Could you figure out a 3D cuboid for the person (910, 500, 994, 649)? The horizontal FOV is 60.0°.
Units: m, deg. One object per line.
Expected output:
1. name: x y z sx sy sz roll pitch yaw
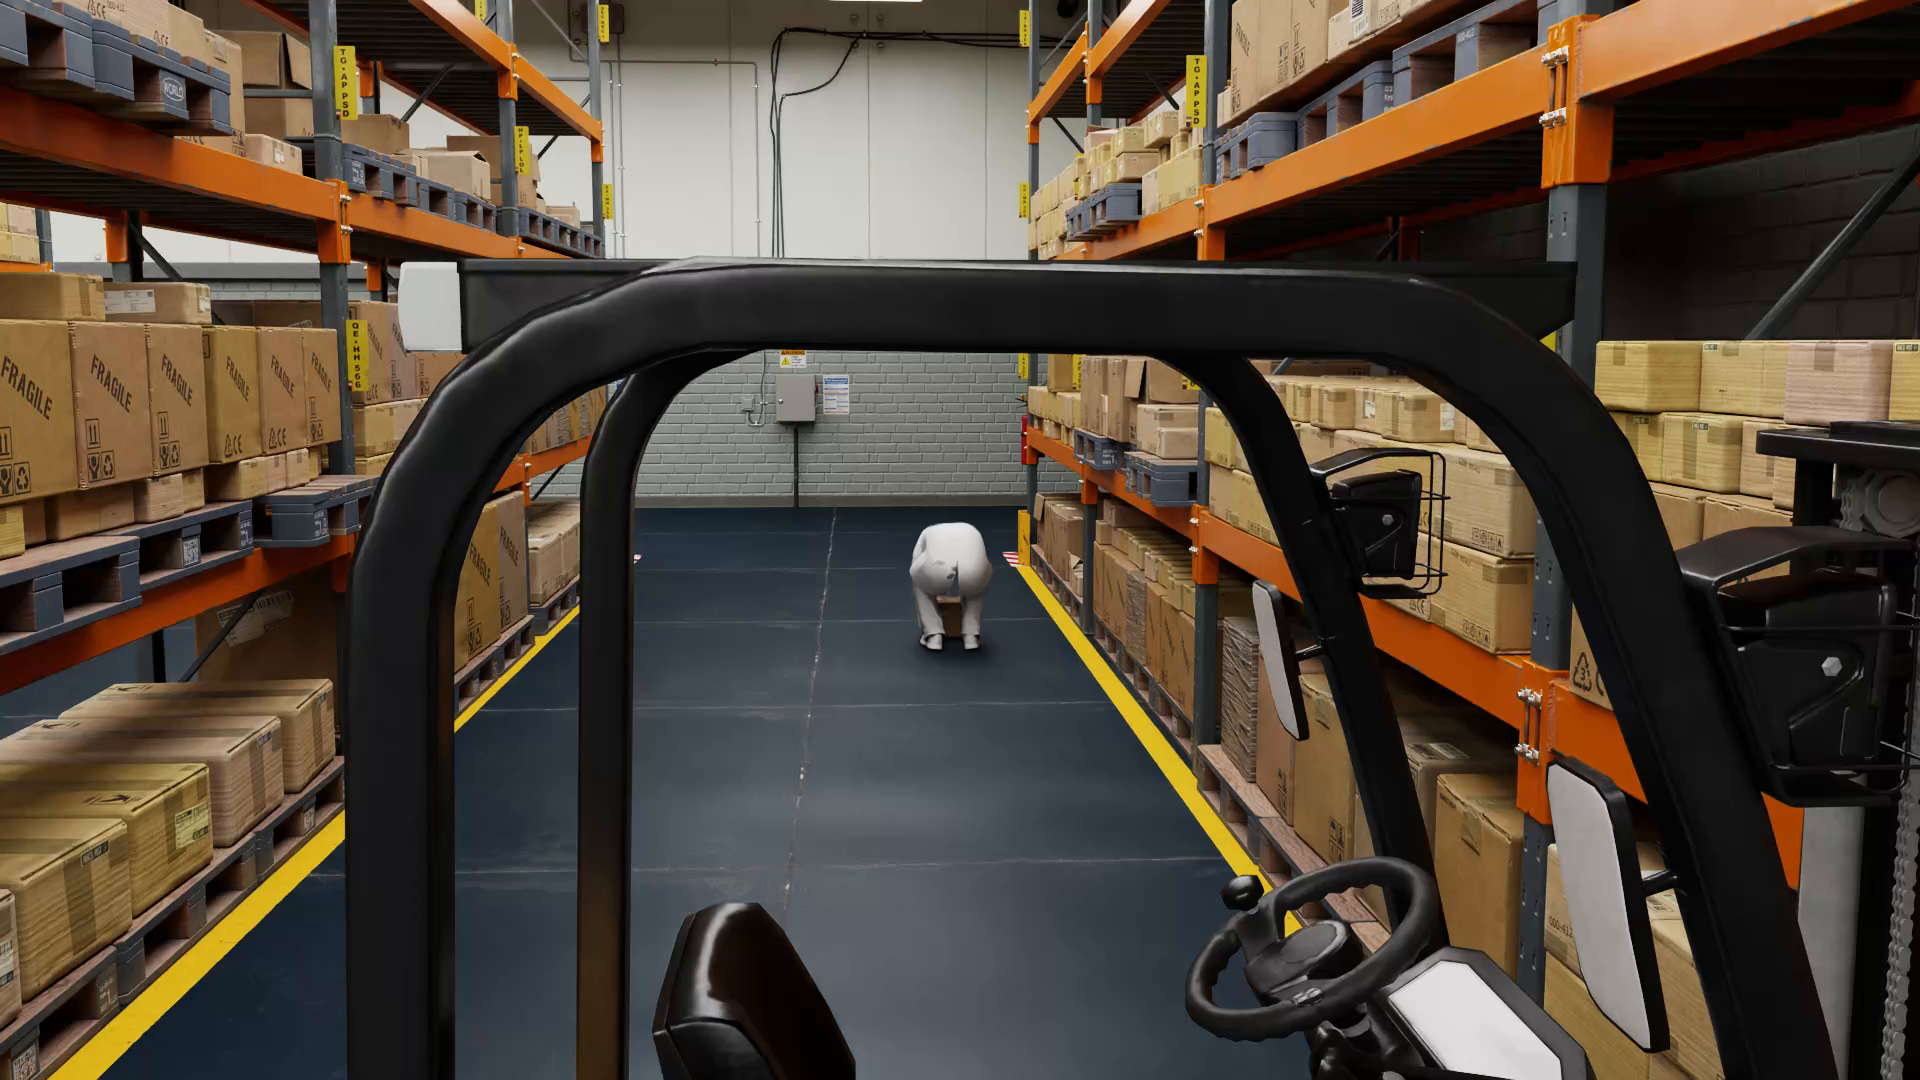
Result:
1. person: -0.055 0.228 11.695 0.552 0.995 0.944 -1 7 -7
